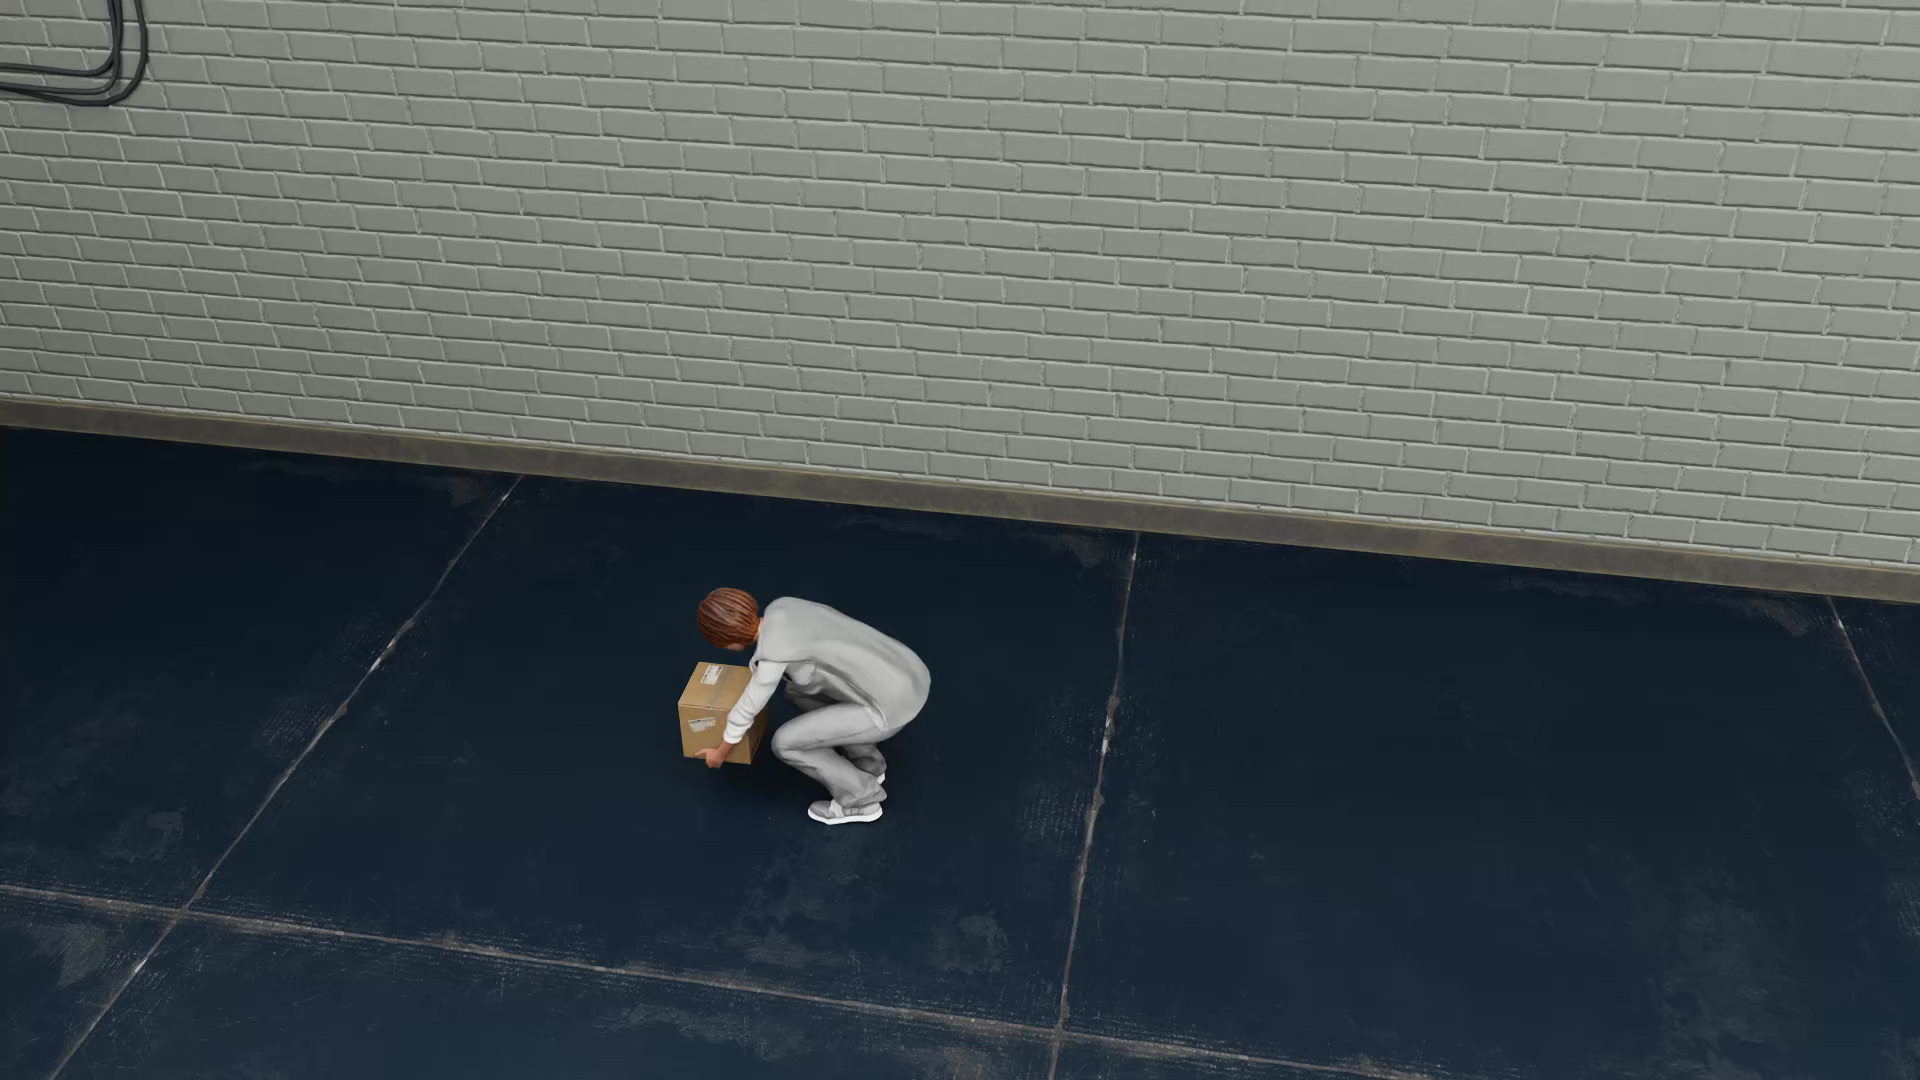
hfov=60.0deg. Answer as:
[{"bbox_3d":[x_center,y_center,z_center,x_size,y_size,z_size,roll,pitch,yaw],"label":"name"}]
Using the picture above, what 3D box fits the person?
[{"bbox_3d":[-0.470,0.574,5.919,0.704,0.742,0.419,4,33,7],"label":"person"}]
